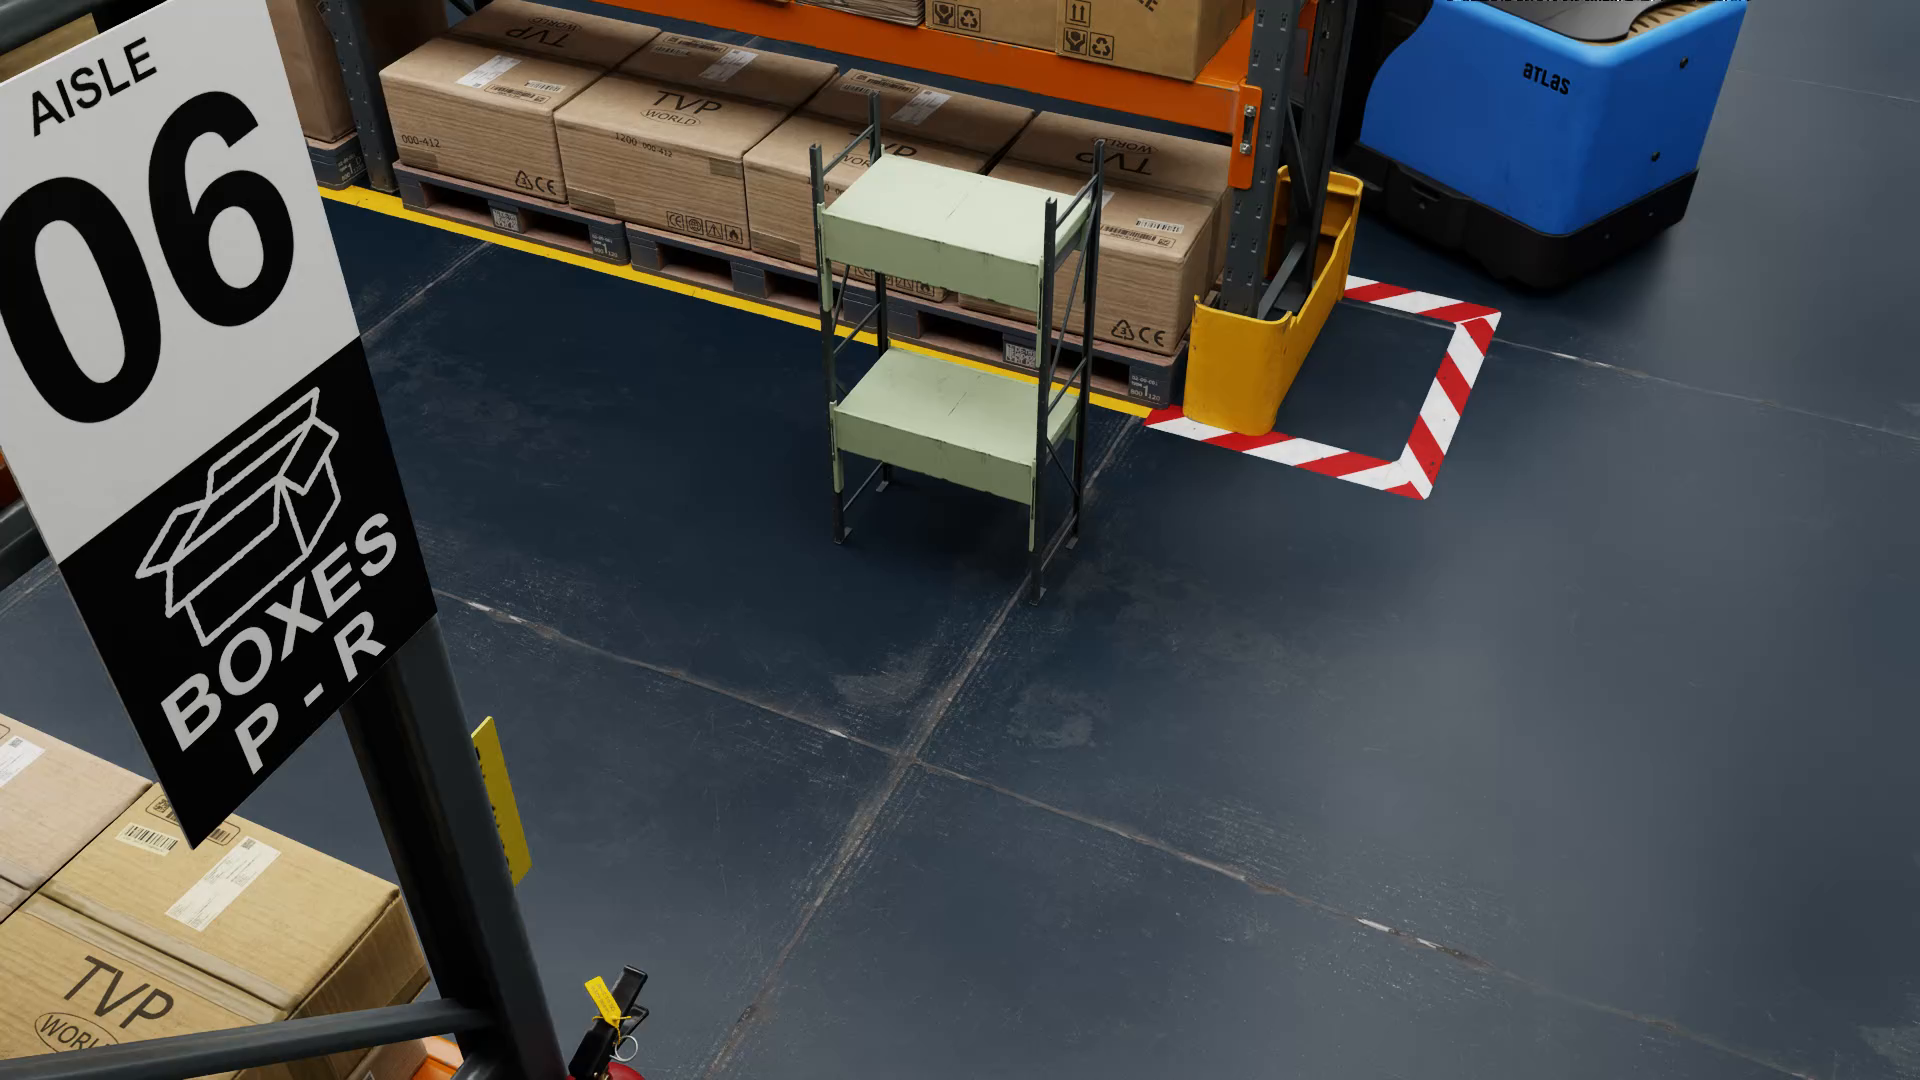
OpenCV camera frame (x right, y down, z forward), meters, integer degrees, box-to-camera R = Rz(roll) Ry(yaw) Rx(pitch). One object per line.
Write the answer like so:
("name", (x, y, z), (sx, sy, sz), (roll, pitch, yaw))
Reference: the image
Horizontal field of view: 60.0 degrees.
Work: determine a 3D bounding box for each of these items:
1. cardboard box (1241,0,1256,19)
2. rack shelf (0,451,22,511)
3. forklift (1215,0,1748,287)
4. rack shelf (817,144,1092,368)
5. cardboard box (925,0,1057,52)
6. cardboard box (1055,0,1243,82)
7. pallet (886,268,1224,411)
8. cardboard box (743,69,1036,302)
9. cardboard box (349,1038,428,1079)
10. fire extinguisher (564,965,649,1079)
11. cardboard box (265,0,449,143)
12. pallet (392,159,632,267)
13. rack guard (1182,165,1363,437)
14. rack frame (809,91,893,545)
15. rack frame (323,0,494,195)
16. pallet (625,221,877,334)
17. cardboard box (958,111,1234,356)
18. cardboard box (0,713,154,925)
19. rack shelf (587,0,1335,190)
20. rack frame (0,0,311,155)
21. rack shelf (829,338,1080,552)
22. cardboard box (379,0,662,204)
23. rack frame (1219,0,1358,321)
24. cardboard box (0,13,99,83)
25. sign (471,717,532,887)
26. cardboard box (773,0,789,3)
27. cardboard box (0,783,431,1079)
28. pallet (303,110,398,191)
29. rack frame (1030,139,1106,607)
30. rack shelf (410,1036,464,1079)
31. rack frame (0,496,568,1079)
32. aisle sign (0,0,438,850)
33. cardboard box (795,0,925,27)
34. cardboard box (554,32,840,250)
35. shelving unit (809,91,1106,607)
("cardboard box", (0.890, -2.246, 5.975), (0.500, 0.500, 0.500), (17, 44, 18))
("rack shelf", (-2.704, -0.374, 2.150), (4.000, 0.370, 1.077), (17, 44, 19))
("forklift", (1.876, -3.058, 7.040), (1.130, 2.935, 3.031), (-27, 48, -28))
("rack shelf", (-0.006, -0.863, 5.005), (0.720, 0.370, 0.431), (17, 44, 19))
("cardboard box", (0.206, -2.068, 5.769), (0.500, 0.500, 0.500), (16, 43, 18))
("cardboard box", (0.654, -1.920, 5.598), (0.500, 0.500, 0.500), (17, 44, 19))
("pallet", (0.446, -1.027, 6.773), (1.213, 0.211, 1.003), (17, 44, 19))
("cardboard box", (-0.270, -1.468, 6.789), (0.875, 0.438, 0.875), (18, 44, 20))
("cardboard box", (-1.074, 0.883, 2.633), (0.250, 0.149, 0.380), (17, 44, 18))
("fire extinguisher", (-0.563, 0.978, 2.675), (0.183, 0.674, 0.296), (17, 44, 19))
("cardboard box", (-3.017, -2.493, 7.638), (0.875, 0.875, 0.875), (18, 44, 20))
("pallet", (-1.765, -1.702, 7.553), (1.213, 0.211, 1.003), (17, 44, 19))
("rack guard", (1.225, -0.954, 6.469), (0.348, 0.500, 1.175), (17, 44, 19))
("rack frame", (-0.338, -0.670, 5.378), (0.023, 1.500, 0.400), (17, 44, 19))
("rack frame", (-2.421, -3.013, 6.936), (0.127, 3.000, 1.000), (17, 44, 19))
("pallet", (-0.656, -1.365, 7.164), (1.213, 0.211, 1.003), (17, 44, 19))
("cardboard box", (0.563, -1.219, 6.502), (0.875, 0.438, 0.875), (16, 43, 17))
("cardboard box", (-1.646, 0.561, 2.700), (0.500, 0.250, 0.500), (17, 44, 19))
("rack shelf", (-0.609, -2.187, 6.533), (4.000, 0.370, 1.077), (17, 44, 19))
("rack frame", (-0.892, -1.225, 0.293), (0.127, 3.000, 1.000), (17, 44, 19))
("rack shelf", (-0.006, -0.322, 5.474), (0.720, 0.370, 0.431), (17, 44, 19))
("cardboard box", (-1.898, -1.966, 7.364), (0.875, 0.438, 0.875), (16, 44, 18))
("rack frame", (1.203, -1.905, 5.658), (0.127, 3.000, 1.000), (17, 44, 19))
("cardboard box", (-1.178, -0.432, 1.556), (0.500, 0.250, 0.500), (17, 44, 18))
("sign", (-0.663, 0.393, 2.346), (0.005, 0.325, 0.100), (17, 44, 19))
("cardboard box", (-0.738, -2.339, 6.083), (0.500, 0.500, 0.500), (18, 44, 20))
("cardboard box", (-1.189, 0.701, 2.539), (0.500, 0.250, 0.500), (17, 44, 19))
("pallet", (-3.153, -2.128, 8.044), (1.213, 0.211, 1.003), (17, 44, 19))
("rack frame", (0.326, -0.467, 5.144), (0.023, 1.500, 0.400), (17, 44, 19))
("rack shelf", (-2.704, 0.760, 3.132), (4.000, 0.370, 1.077), (17, 44, 19))
("rack frame", (-0.892, 1.042, 2.258), (0.127, 3.000, 1.000), (17, 44, 19))
("aisle sign", (-0.706, -0.096, 1.586), (0.004, 0.787, 0.394), (17, 44, 19))
("cardboard box", (-0.264, -2.204, 5.926), (0.500, 0.500, 0.500), (18, 44, 20))
("cardboard box", (-1.086, -1.718, 7.078), (0.875, 0.438, 0.875), (16, 43, 17))
("shelving unit", (-0.006, -0.569, 5.261), (0.755, 1.500, 0.431), (17, 44, 19))
